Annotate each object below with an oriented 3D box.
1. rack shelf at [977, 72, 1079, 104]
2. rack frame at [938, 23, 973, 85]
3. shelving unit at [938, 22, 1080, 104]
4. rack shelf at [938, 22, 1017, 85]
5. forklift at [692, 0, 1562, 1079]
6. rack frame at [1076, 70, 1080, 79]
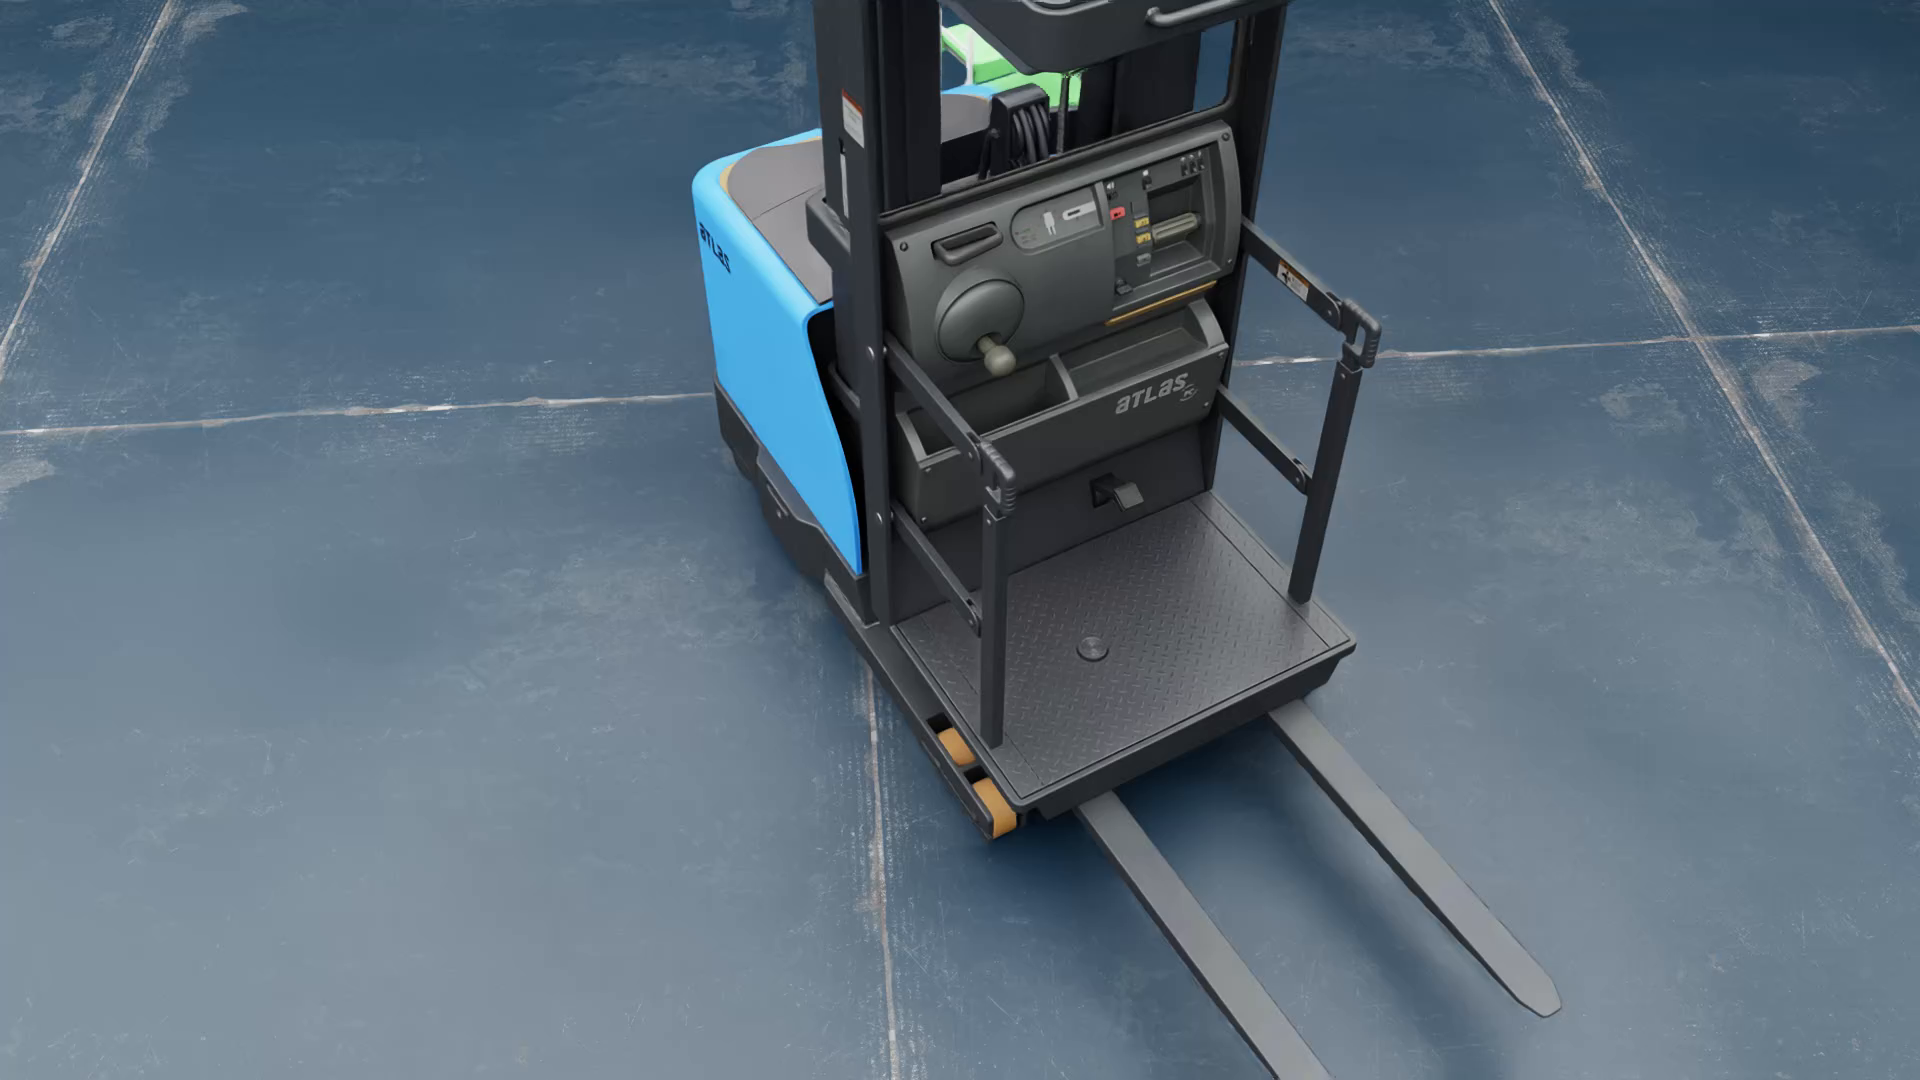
[{"bbox_3d":[0.186,-1.424,5.530,0.480,0.148,0.258,-22,51,-20],"label":"rack shelf"},{"bbox_3d":[-0.026,-1.215,5.575,0.015,1.200,0.240,-22,51,-20],"label":"rack frame"},{"bbox_3d":[0.186,-1.303,5.658,0.503,1.200,0.258,-22,51,-20],"label":"shelving unit"},{"bbox_3d":[0.186,-1.589,5.356,0.480,0.148,0.258,-22,51,-20],"label":"rack shelf"},{"bbox_3d":[0.377,-0.592,3.792,1.130,2.935,3.031,-23,51,-20],"label":"forklift"},{"bbox_3d":[0.398,-1.391,5.741,0.015,1.200,0.240,-22,51,-20],"label":"rack frame"}]
